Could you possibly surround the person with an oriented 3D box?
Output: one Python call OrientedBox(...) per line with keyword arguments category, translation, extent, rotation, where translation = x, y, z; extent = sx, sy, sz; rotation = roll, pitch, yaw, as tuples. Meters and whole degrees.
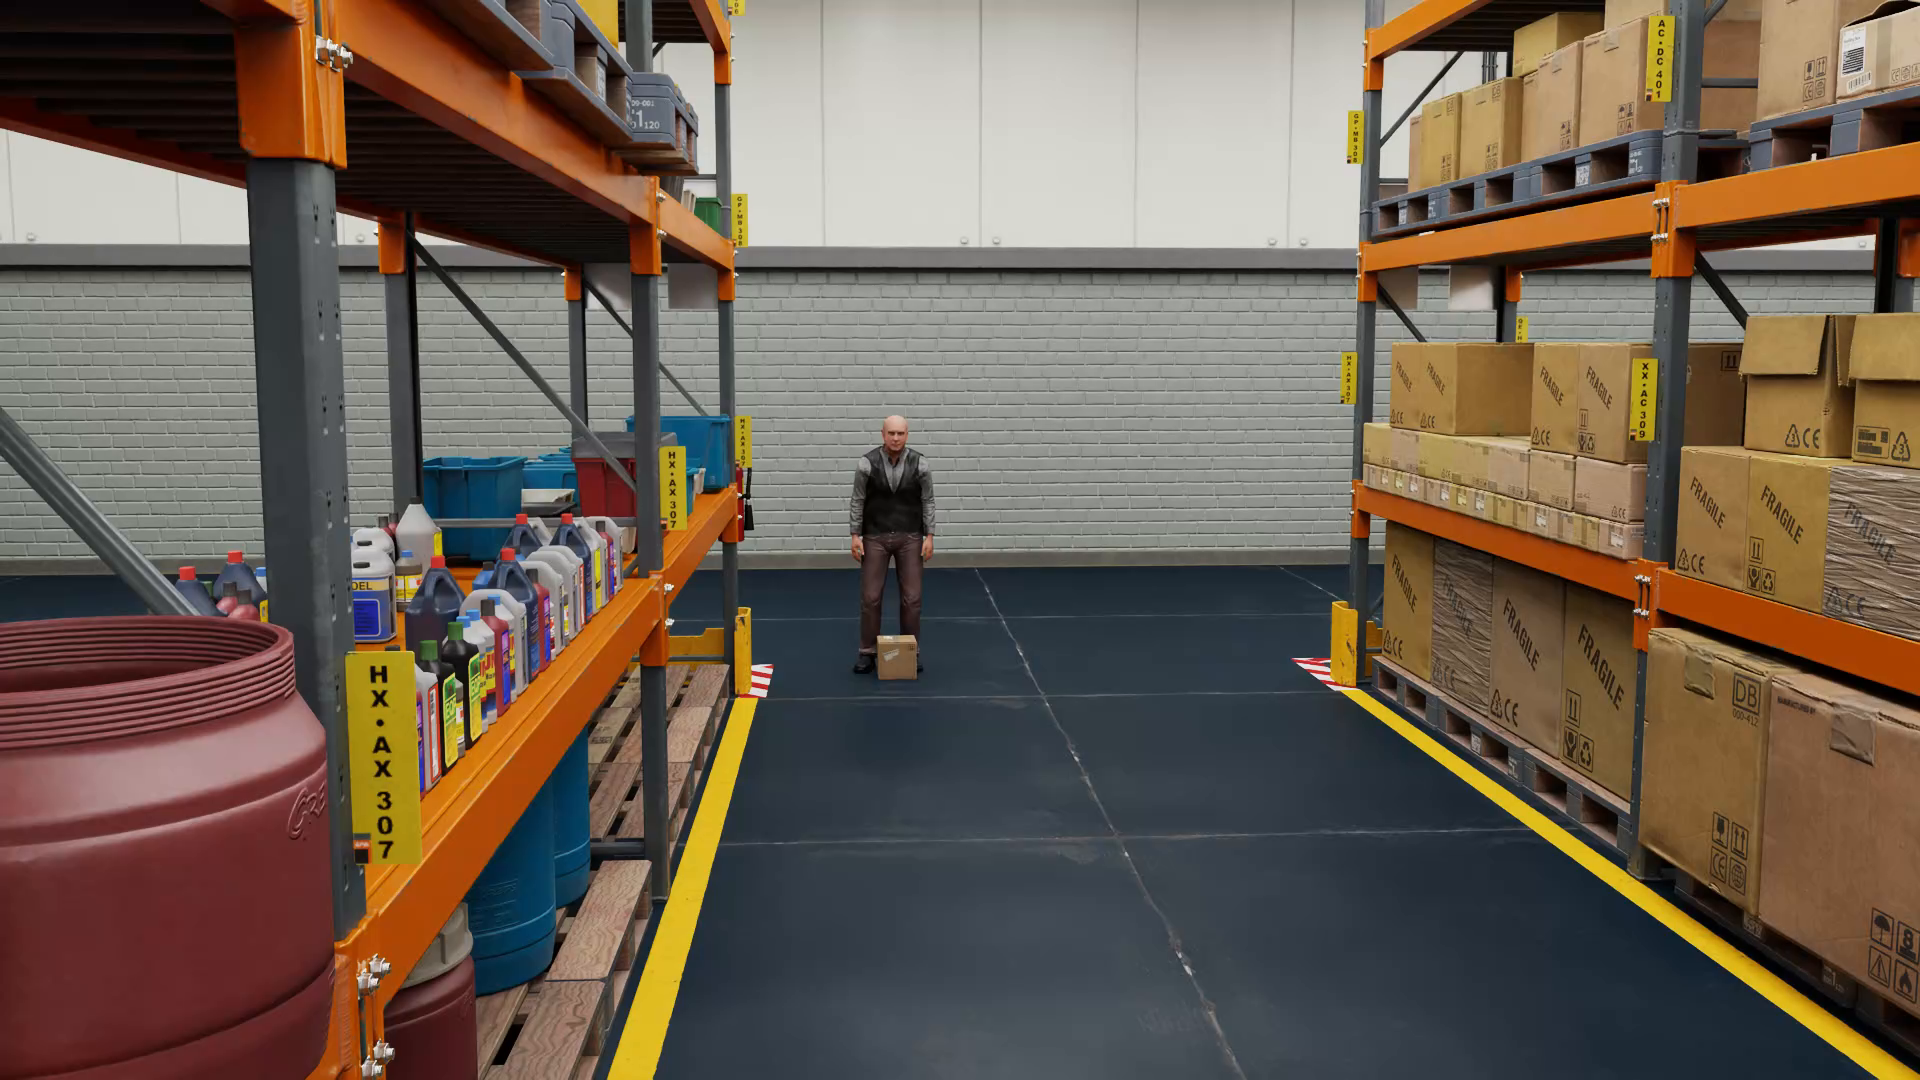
OrientedBox(category="person", translation=(-0.454, 0.015, 11.221), extent=(0.579, 1.720, 0.420), rotation=(-1, 7, -4))
